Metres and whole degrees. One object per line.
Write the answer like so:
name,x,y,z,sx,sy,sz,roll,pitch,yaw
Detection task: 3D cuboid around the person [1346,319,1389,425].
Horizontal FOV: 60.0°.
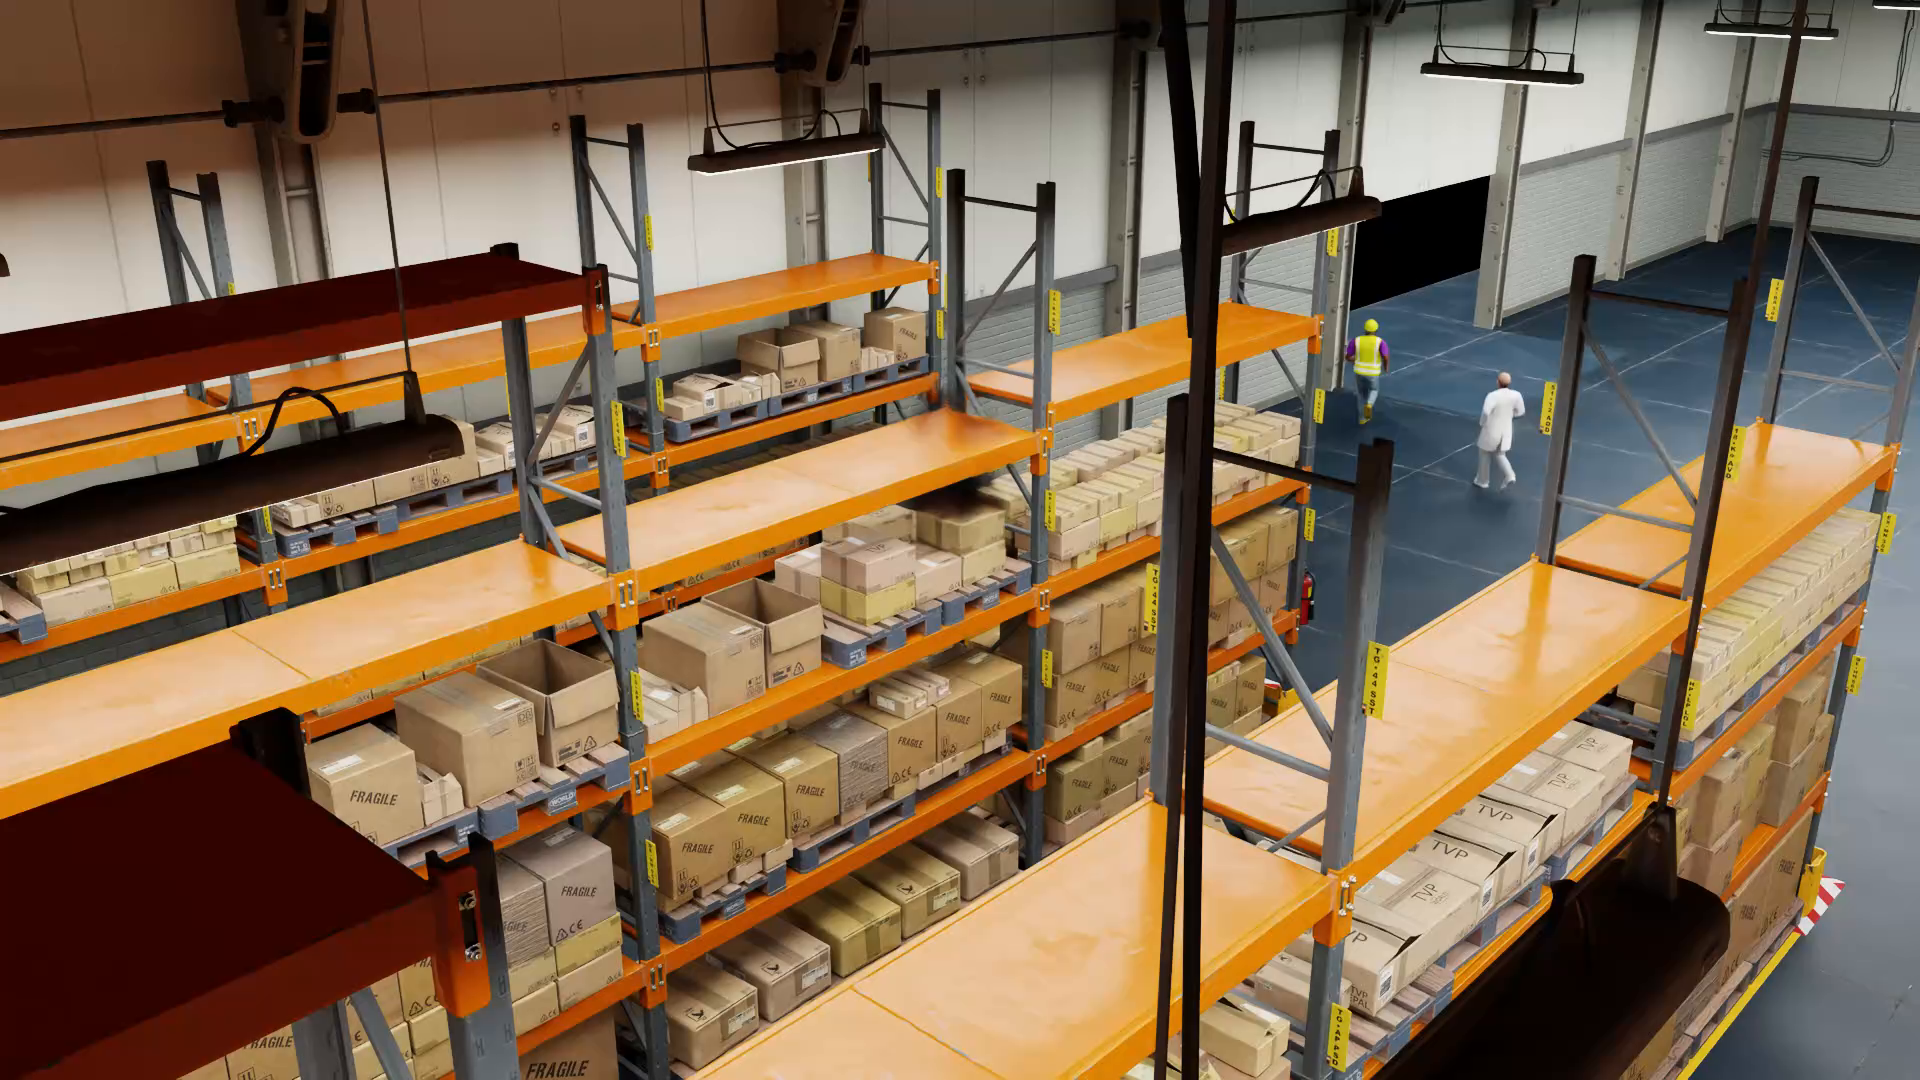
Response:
person,6.528,-2.702,26.618,0.703,1.716,0.532,10,23,23

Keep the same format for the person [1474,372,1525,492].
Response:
person,7.569,-1.500,23.420,0.714,1.762,1.023,-3,21,-8
